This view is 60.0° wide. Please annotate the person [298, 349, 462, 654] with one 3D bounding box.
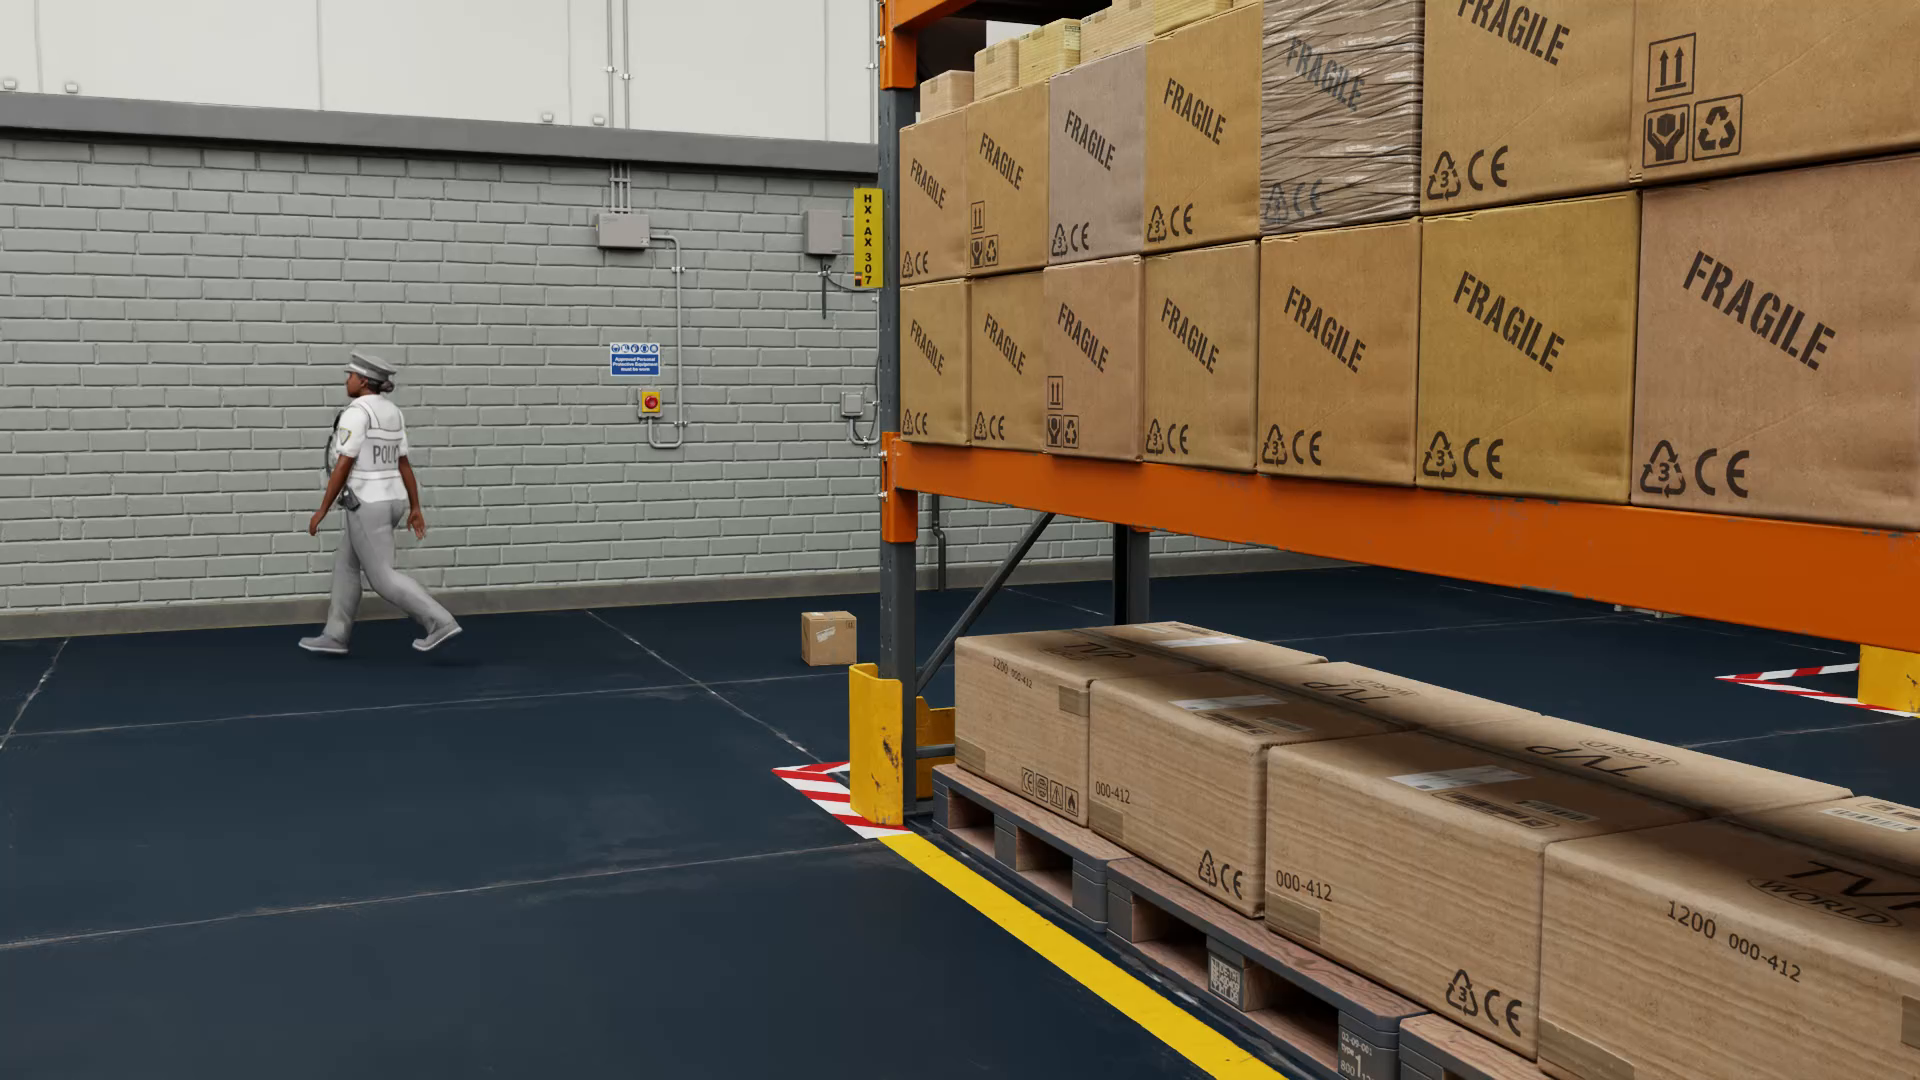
[{"bbox_3d":[-3.107,-0.191,8.809,1.016,1.637,0.469,1,6,8],"label":"person"}]
